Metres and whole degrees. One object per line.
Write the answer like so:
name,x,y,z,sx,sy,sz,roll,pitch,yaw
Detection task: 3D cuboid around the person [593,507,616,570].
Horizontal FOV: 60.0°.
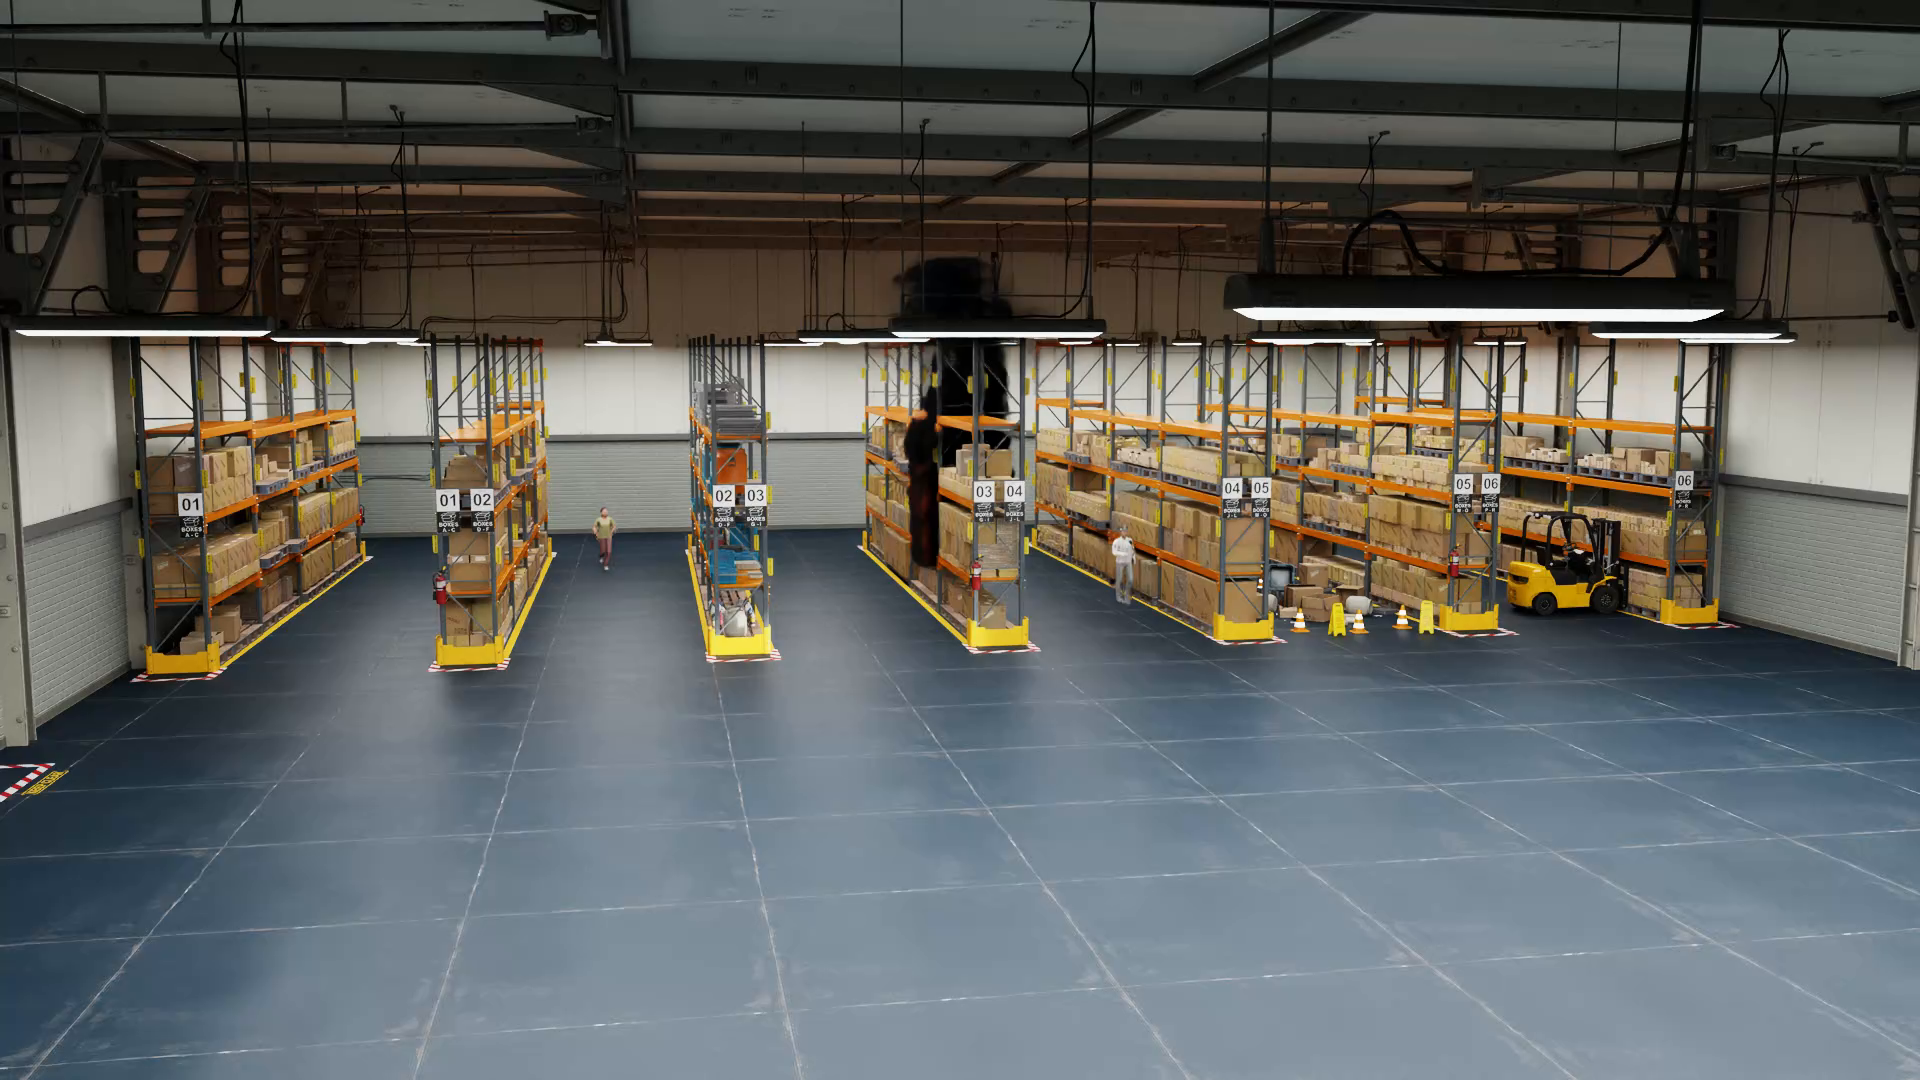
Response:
person,-9.265,-0.043,43.392,0.582,1.629,0.561,-3,7,-22

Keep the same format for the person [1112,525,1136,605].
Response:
person,3.532,0.532,35.593,0.583,1.734,0.651,-2,7,-14
